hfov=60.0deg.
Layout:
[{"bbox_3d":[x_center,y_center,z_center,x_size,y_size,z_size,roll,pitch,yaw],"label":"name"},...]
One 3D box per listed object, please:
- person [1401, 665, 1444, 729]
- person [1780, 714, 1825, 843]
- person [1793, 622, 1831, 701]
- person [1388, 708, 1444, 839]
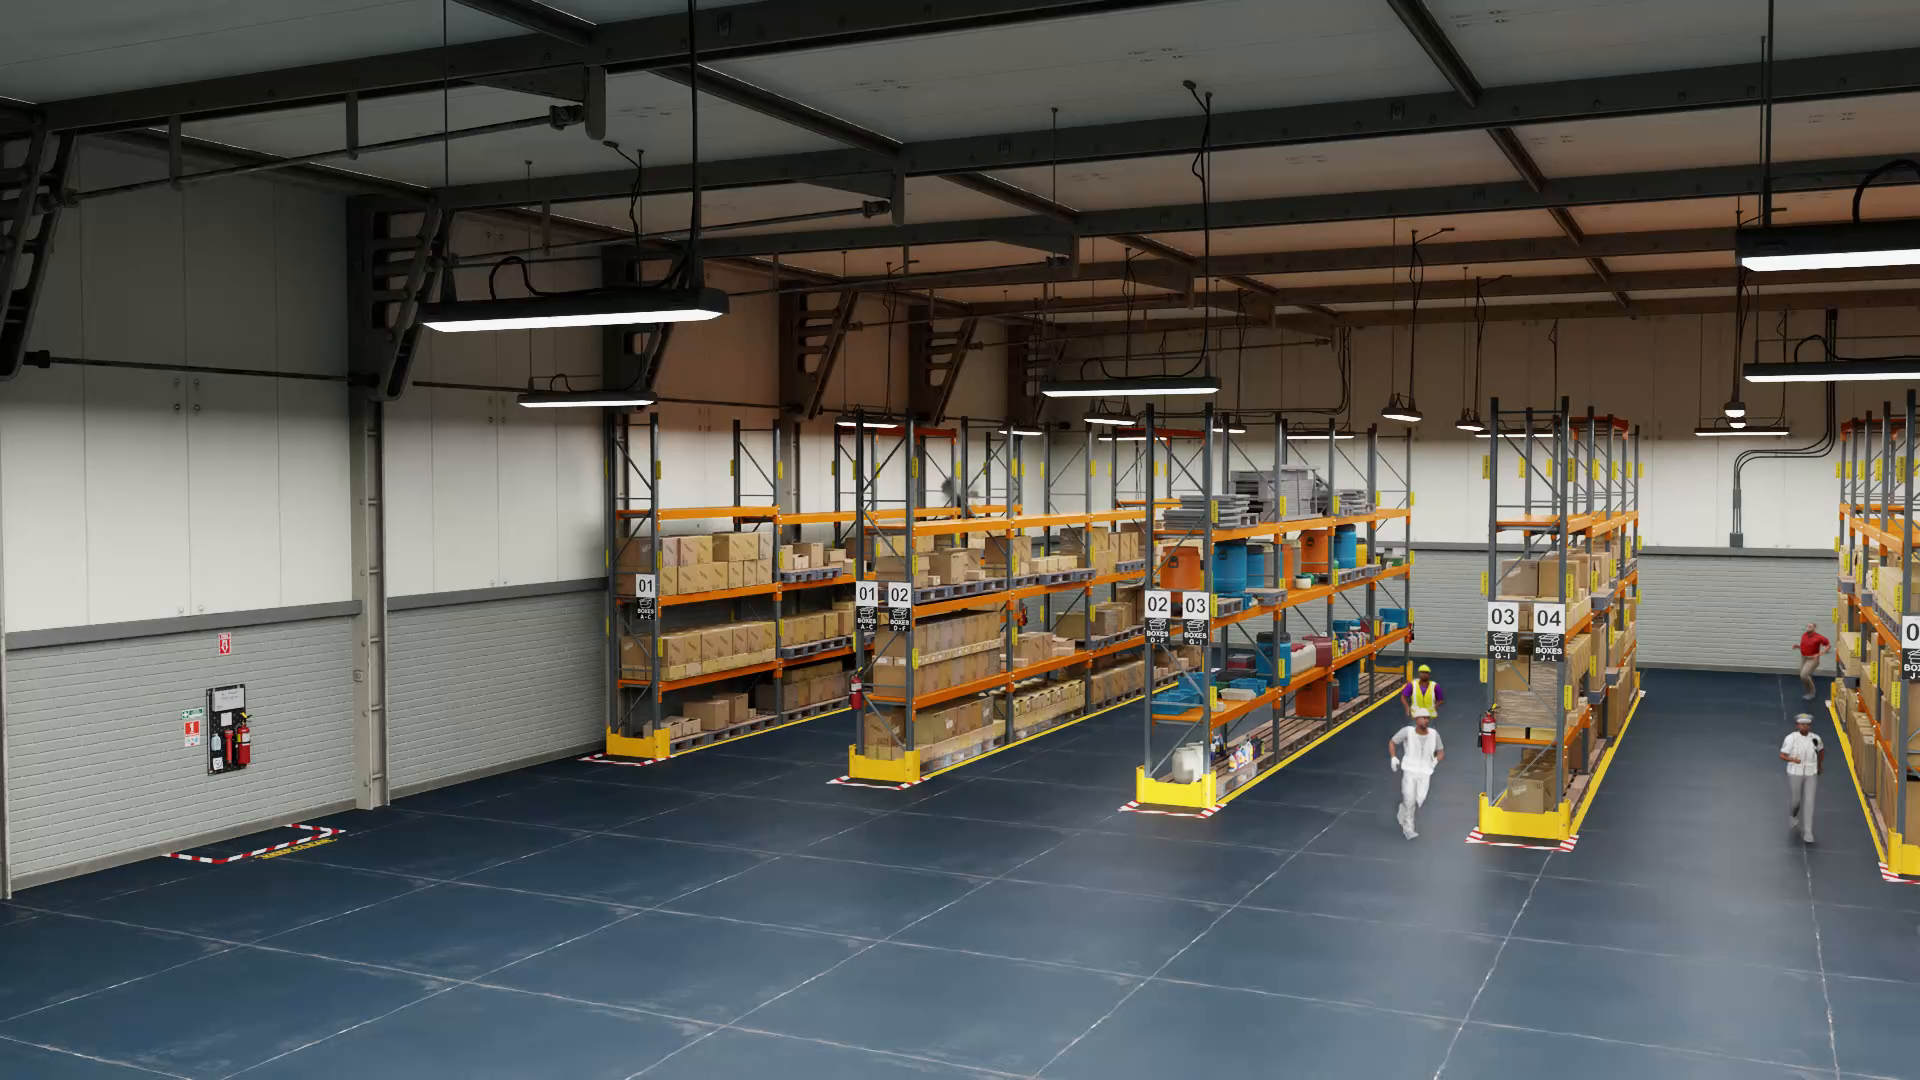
[{"bbox_3d":[7.726,2.959,27.744,0.684,1.742,0.618,0,2,11],"label":"person"},{"bbox_3d":[11.409,3.176,22.523,0.559,1.673,0.957,1,3,18],"label":"person"},{"bbox_3d":[18.433,2.651,36.091,0.688,1.734,0.664,-1,2,-14],"label":"person"},{"bbox_3d":[6.237,3.164,22.680,0.738,1.754,0.959,0,2,-1],"label":"person"}]
